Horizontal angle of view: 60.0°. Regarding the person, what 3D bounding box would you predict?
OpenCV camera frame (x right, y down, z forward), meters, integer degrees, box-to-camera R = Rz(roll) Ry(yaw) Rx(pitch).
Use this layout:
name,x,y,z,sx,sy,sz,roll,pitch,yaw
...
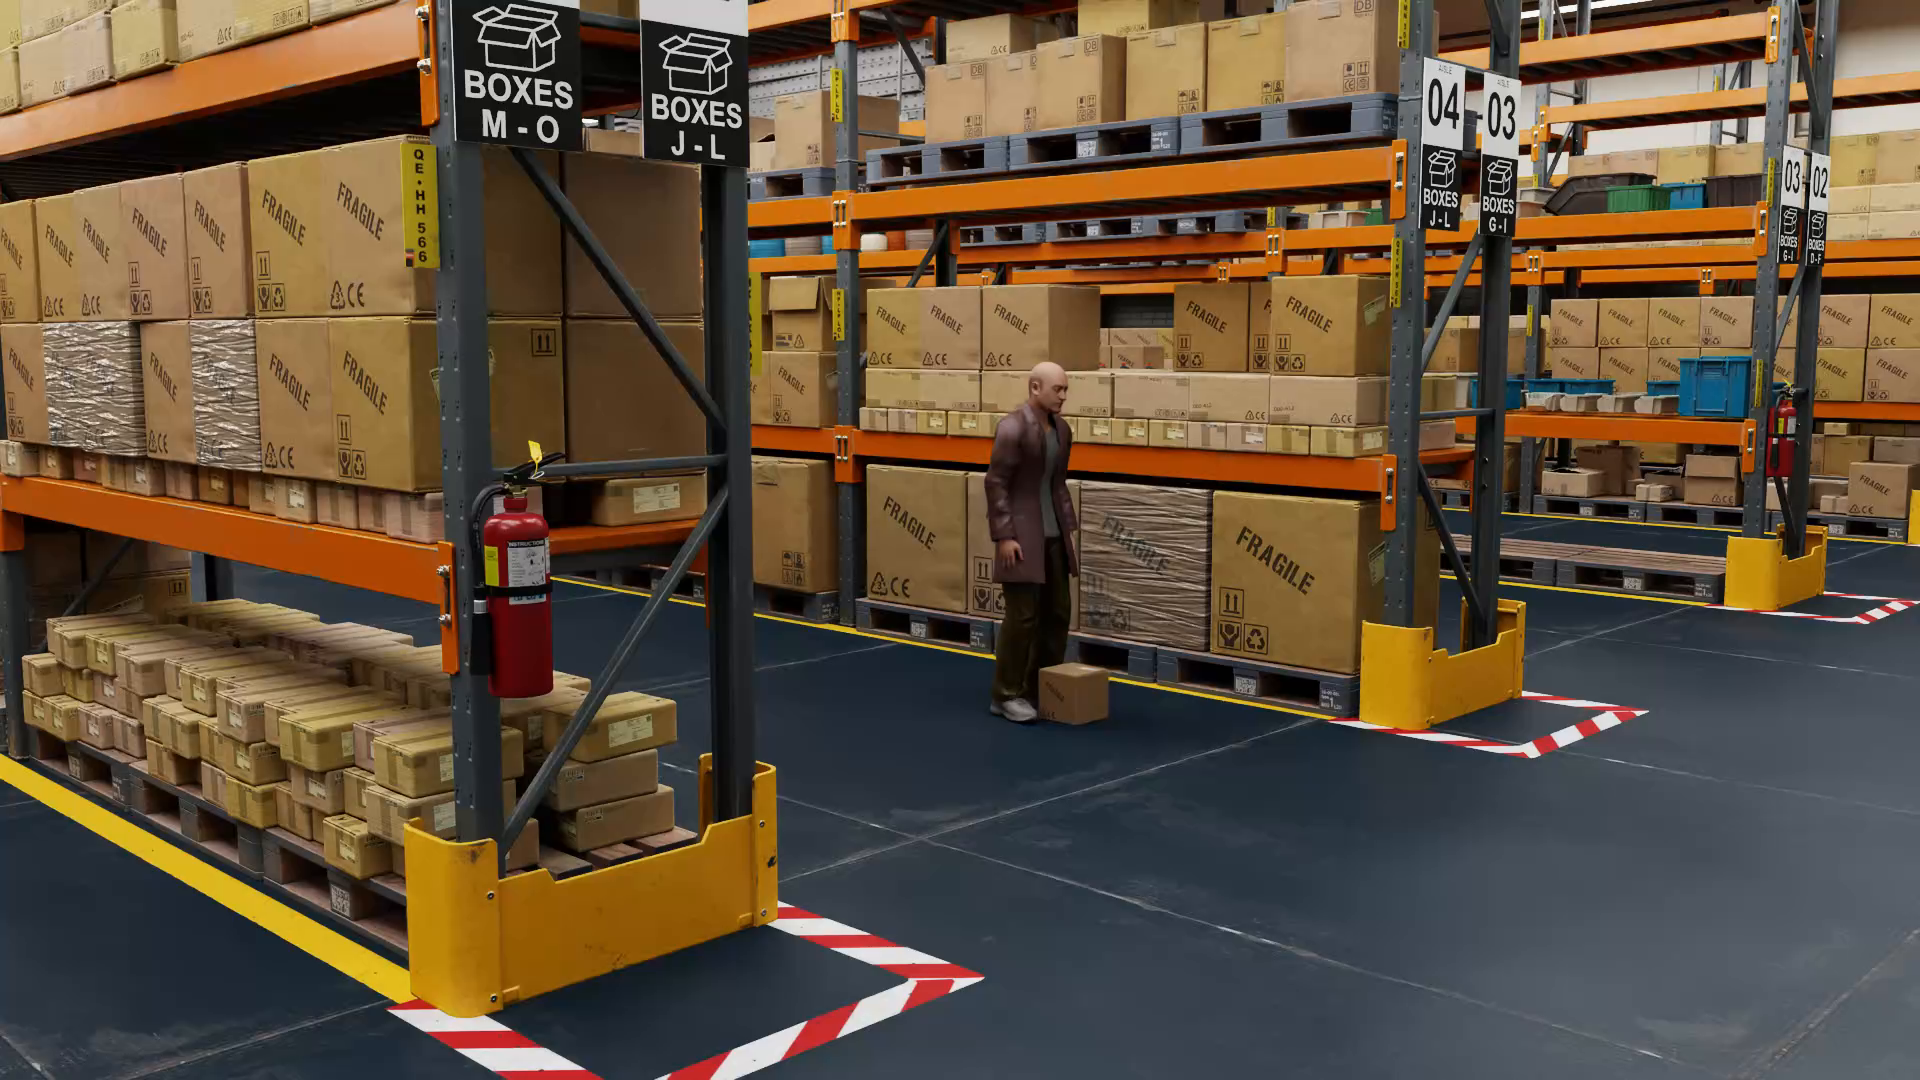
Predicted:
name,x,y,z,sx,sy,sz,roll,pitch,yaw
person,0.384,-0.008,8.385,0.428,1.772,0.640,6,9,41
